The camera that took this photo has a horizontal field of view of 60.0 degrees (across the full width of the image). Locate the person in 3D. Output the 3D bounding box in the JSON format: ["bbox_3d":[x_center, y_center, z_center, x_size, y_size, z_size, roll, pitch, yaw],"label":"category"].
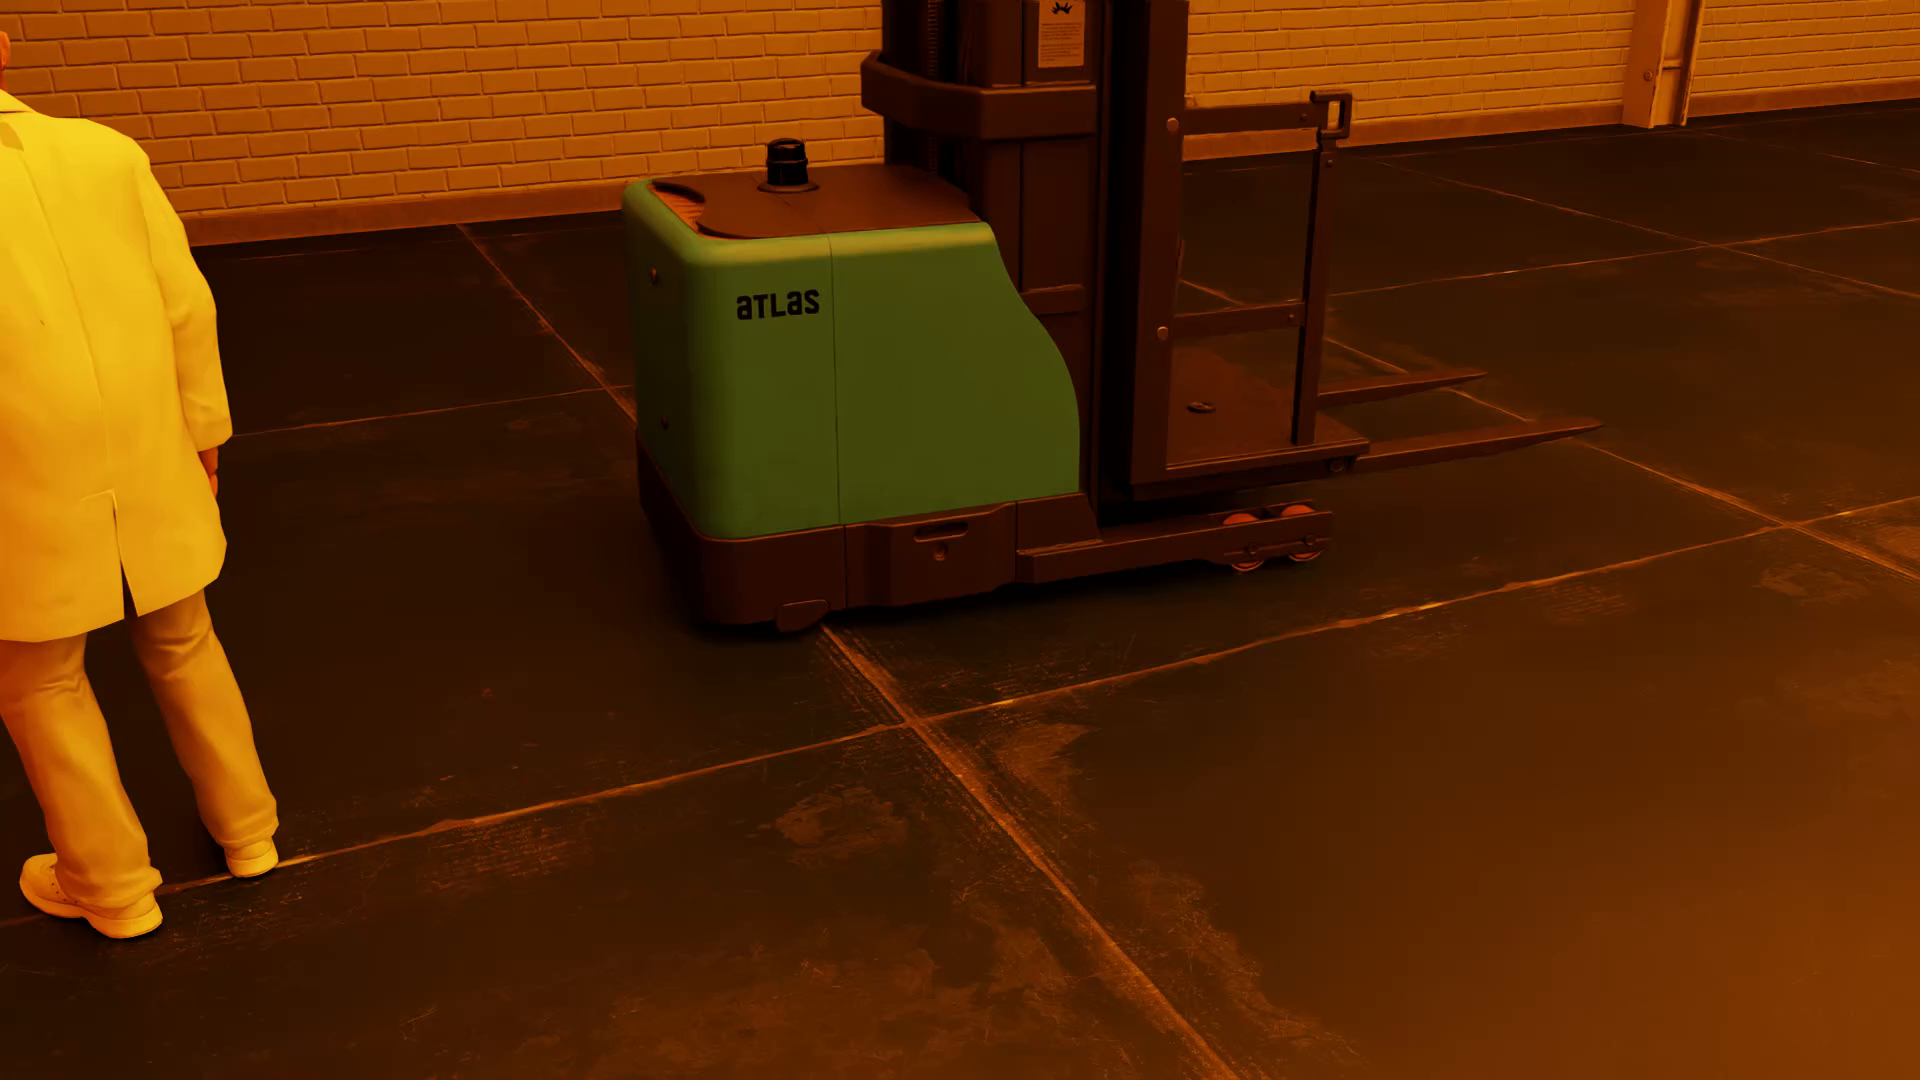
[{"bbox_3d":[-1.646,-0.108,3.058,0.430,1.772,0.644,17,28,34],"label":"person"}]

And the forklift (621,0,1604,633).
[{"bbox_3d":[0.574,-1.443,4.760,3.031,2.935,1.130,-8,24,-19],"label":"forklift"}]
